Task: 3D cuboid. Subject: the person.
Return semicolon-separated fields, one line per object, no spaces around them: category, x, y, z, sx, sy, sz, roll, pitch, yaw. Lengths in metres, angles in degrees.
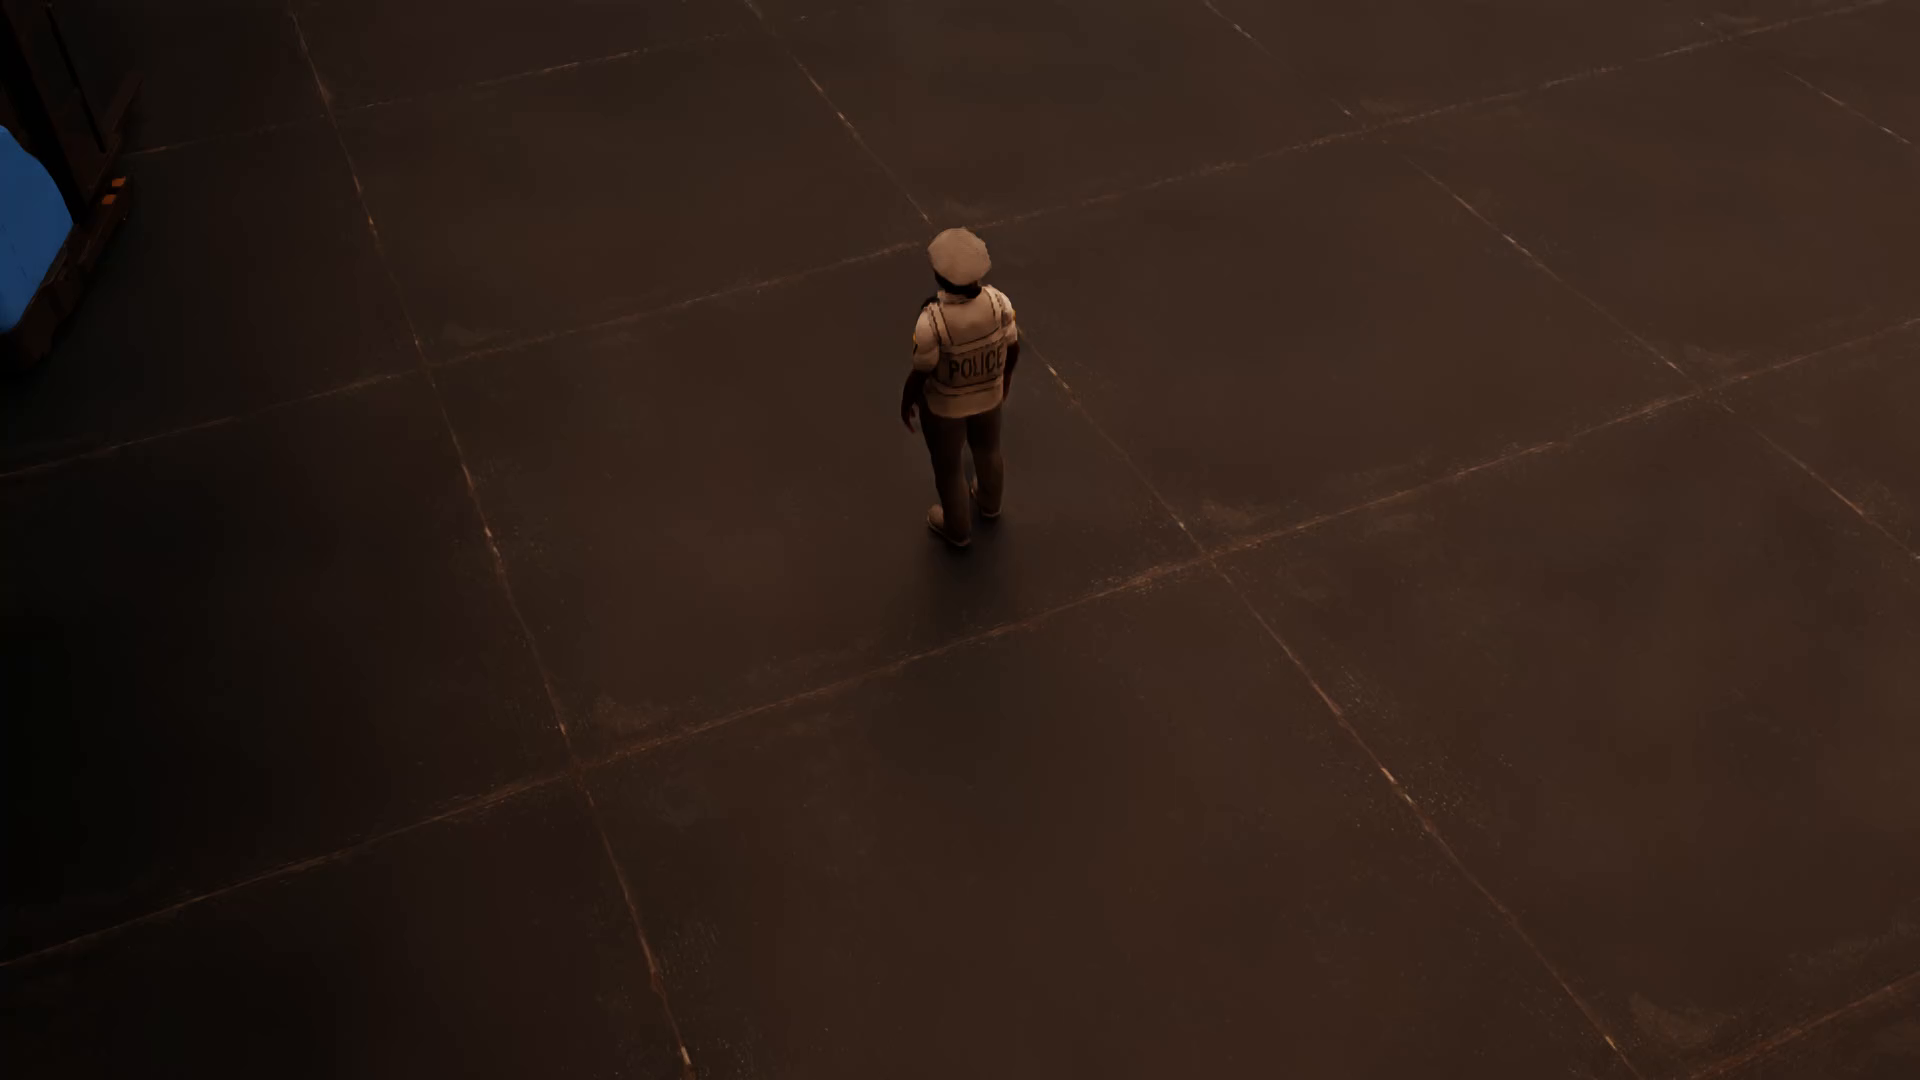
person;-0.014;-0.677;7.301;0.570;1.695;0.529;-18;46;-18

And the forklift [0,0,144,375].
forklift;-5.482;-2.886;8.772;1.130;2.935;3.031;-3;43;-4
